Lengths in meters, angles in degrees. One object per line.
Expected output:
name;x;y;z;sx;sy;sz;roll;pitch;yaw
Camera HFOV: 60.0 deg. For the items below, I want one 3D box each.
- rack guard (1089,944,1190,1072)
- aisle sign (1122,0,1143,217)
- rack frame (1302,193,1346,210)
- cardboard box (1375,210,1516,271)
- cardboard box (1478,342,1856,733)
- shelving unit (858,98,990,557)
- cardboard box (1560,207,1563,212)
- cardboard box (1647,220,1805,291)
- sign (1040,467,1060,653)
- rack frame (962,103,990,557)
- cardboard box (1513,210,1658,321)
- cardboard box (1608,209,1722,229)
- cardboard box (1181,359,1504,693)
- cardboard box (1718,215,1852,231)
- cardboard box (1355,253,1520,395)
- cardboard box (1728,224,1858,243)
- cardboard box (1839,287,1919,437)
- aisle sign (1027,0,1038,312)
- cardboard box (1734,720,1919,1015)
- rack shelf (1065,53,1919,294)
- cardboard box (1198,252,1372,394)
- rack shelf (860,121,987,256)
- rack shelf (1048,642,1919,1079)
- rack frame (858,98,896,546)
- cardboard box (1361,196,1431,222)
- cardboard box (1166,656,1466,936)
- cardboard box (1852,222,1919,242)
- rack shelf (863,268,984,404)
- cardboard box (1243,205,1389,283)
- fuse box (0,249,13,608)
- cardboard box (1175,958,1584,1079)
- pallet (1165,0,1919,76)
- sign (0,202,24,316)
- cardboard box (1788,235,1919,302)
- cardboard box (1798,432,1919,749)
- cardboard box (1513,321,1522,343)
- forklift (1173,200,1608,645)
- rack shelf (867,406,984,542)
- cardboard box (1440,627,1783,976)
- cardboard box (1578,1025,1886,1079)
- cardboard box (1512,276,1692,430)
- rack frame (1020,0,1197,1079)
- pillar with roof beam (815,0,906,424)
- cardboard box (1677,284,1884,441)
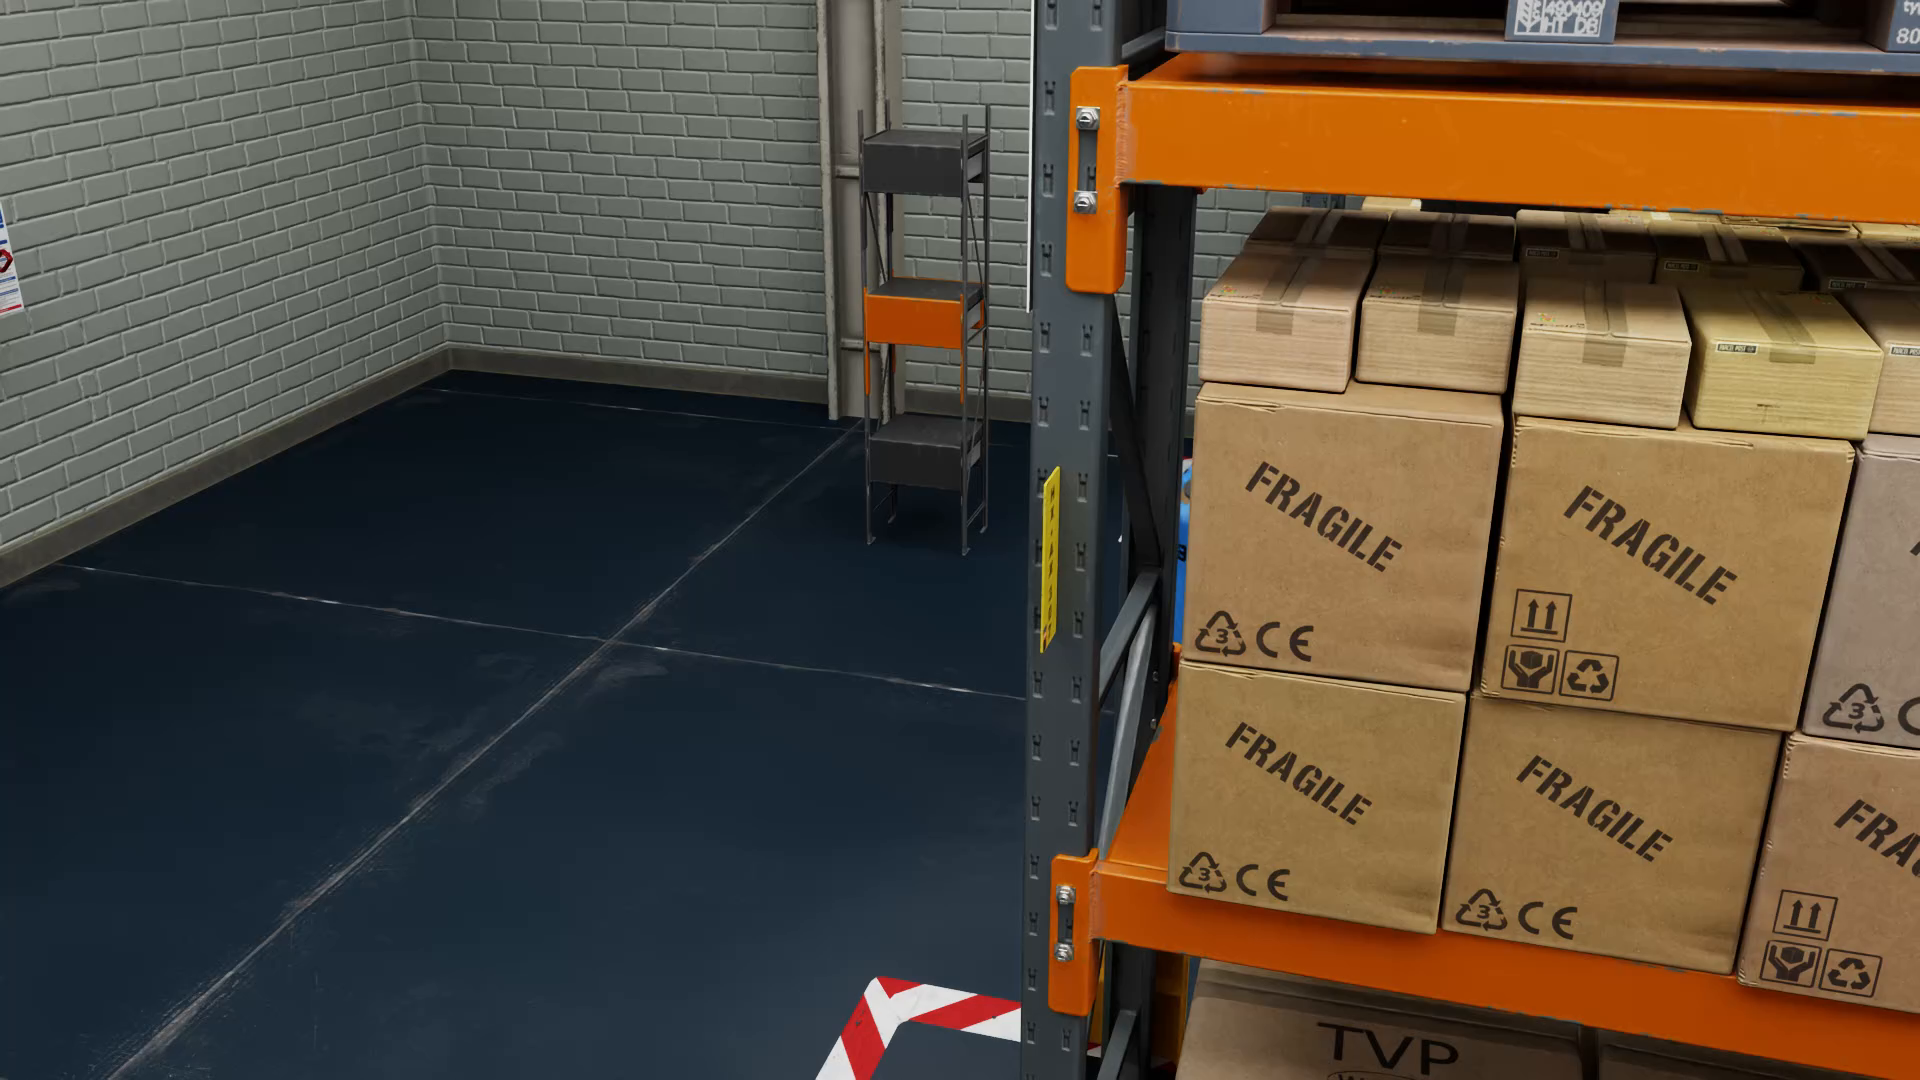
rack guard;0.305;1.427;4.133;0.348;0.500;1.175;7;23;16
aisle sign;0.348;-1.050;3.452;0.004;0.787;0.394;7;23;16
rack frame;1.758;-1.531;8.049;0.127;3.000;1.000;7;23;16
cardboard box;0.979;-0.550;3.355;0.250;0.149;0.380;7;23;16
cardboard box;1.202;-0.026;2.931;0.500;0.500;0.500;6;23;14
shelving unit;-0.158;-0.990;7.916;0.503;2.100;0.431;7;23;16
cardboard box;2.597;-1.396;7.527;0.500;0.250;0.500;7;23;16
cardboard box;1.480;-0.510;3.257;0.250;0.149;0.380;7;23;17
sign;0.162;0.037;2.982;0.005;0.325;0.100;7;23;16
rack frame;0.075;-0.963;7.851;0.015;2.100;0.400;7;23;16
cardboard box;1.251;-0.552;3.360;0.250;0.149;0.380;6;23;15
cardboard box;3.083;-1.342;7.394;0.500;0.250;0.500;6;23;14
cardboard box;0.705;-0.080;3.062;0.500;0.500;0.500;6;23;14
cardboard box;3.551;-1.634;7.119;0.500;0.500;0.500;7;23;17
cardboard box;0.859;-0.394;2.973;0.250;0.149;0.380;7;23;17
cardboard box;3.579;-1.293;7.277;0.500;0.250;0.500;6;23;14
cardboard box;1.599;-0.291;2.724;0.250;0.149;0.380;7;23;16
aisle sign;0.175;-0.832;2.921;0.004;0.787;0.394;7;23;16
cardboard box;1.678;0.491;2.988;0.500;0.500;0.500;6;23;15
rack shelf;2.242;-0.563;2.685;4.000;0.370;1.077;7;23;16
cardboard box;0.588;-0.396;2.980;0.250;0.149;0.380;7;23;17
rack shelf;-0.158;-1.625;7.655;0.480;0.518;0.431;7;23;16
rack shelf;2.242;0.825;3.254;4.000;0.370;1.077;7;23;16
rack frame;-0.392;-1.016;7.981;0.015;2.100;0.400;7;23;16
cardboard box;2.115;-1.451;7.661;0.500;0.250;0.500;7;23;16
cardboard box;0.704;0.384;3.250;0.500;0.500;0.500;6;23;15
cardboard box;4.072;-1.237;7.138;0.500;0.250;0.500;6;23;15
rack shelf;-0.158;-0.977;7.921;0.480;0.518;0.431;7;23;16
cardboard box;0.729;-0.569;3.401;0.250;0.149;0.380;7;23;16
fuse box;-4.331;-0.488;7.204;0.414;1.711;0.539;7;23;16
cardboard box;0.988;1.300;3.970;0.875;0.438;0.875;6;23;14
pallet;1.041;-0.996;2.910;1.213;0.211;1.003;7;23;15
sign;-4.386;-1.242;7.471;0.001;0.494;0.329;7;23;16
cardboard box;1.710;-0.456;3.124;0.250;0.149;0.380;6;23;15
cardboard box;1.697;0.028;2.800;0.500;0.500;0.500;6;23;15
cardboard box;1.367;-0.223;3.411;0.500;0.500;0.500;7;23;16
forklift;2.244;-0.446;5.496;3.031;2.935;1.130;8;24;18
rack shelf;-0.158;-0.329;8.187;0.480;0.518;0.431;7;23;16
cardboard box;1.197;0.429;3.140;0.500;0.500;0.500;6;23;15
cardboard box;1.867;1.397;3.733;0.875;0.438;0.875;7;23;17
cardboard box;1.075;-0.323;2.802;0.250;0.149;0.380;7;23;17
rack frame;0.328;0.273;3.652;0.127;3.000;1.000;7;23;16
pillar with roof beam;-1.807;-3.365;4.617;0.400;9.000;9.100;7;23;16
cardboard box;1.332;-0.301;2.747;0.250;0.149;0.380;6;23;14
